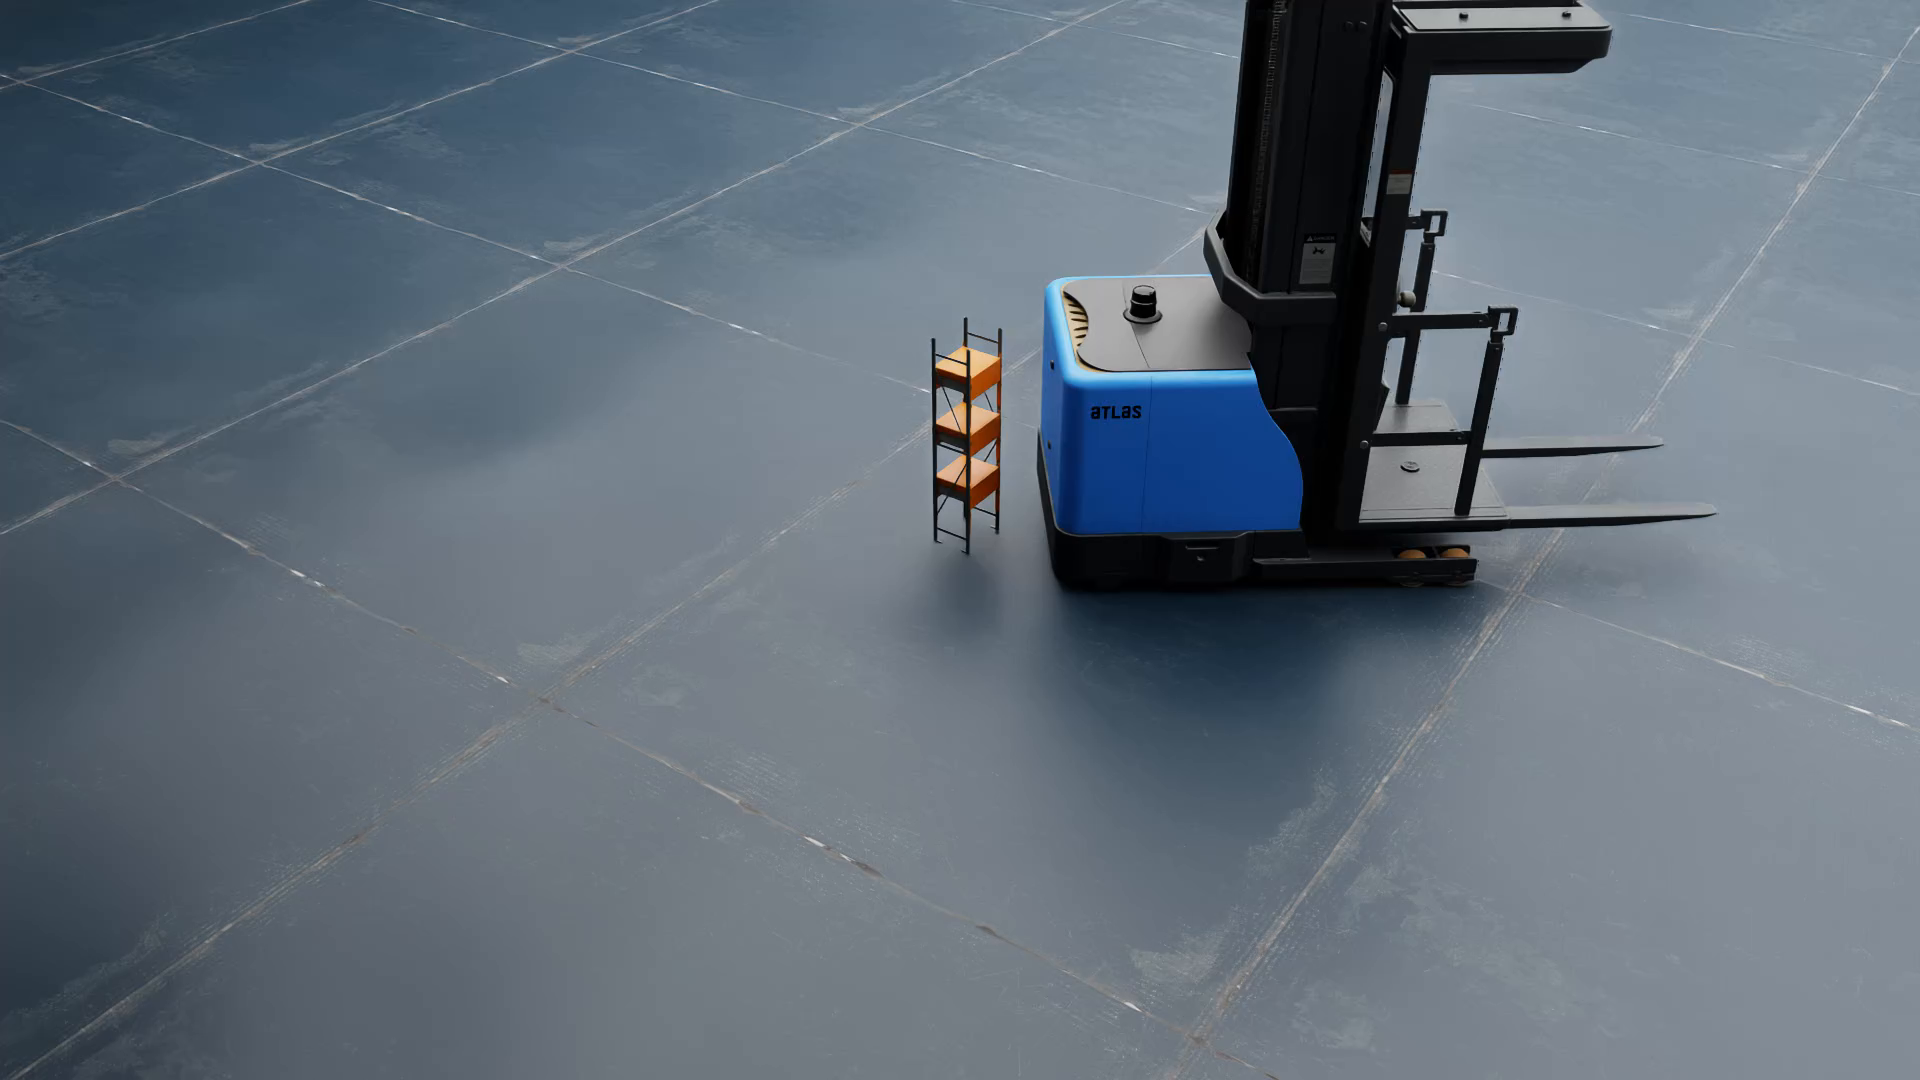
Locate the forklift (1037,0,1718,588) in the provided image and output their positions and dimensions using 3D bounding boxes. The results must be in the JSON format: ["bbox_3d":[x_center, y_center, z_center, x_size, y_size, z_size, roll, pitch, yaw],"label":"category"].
[{"bbox_3d":[1.908,-1.301,7.057,3.031,2.935,1.130,-1,34,-2],"label":"forklift"}]

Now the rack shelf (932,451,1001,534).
[{"bbox_3d":[0.031,-0.221,7.654,0.215,0.259,0.240,21,39,28],"label":"rack shelf"}]

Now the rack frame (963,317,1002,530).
[{"bbox_3d":[0.100,-0.516,7.575,0.200,1.050,0.008,21,39,28],"label":"rack frame"}]

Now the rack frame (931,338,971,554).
[{"bbox_3d":[-0.039,-0.403,7.409,0.200,1.050,0.008,21,39,28],"label":"rack frame"}]

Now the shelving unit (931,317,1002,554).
[{"bbox_3d":[0.031,-0.460,7.492,0.215,1.050,0.252,21,39,28],"label":"shelving unit"}]

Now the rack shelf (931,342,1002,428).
[{"bbox_3d":[0.031,-0.686,7.339,0.215,0.259,0.240,21,39,28],"label":"rack shelf"}]

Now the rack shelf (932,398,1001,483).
[{"bbox_3d":[0.031,-0.451,7.498,0.215,0.259,0.240,21,39,28],"label":"rack shelf"}]
